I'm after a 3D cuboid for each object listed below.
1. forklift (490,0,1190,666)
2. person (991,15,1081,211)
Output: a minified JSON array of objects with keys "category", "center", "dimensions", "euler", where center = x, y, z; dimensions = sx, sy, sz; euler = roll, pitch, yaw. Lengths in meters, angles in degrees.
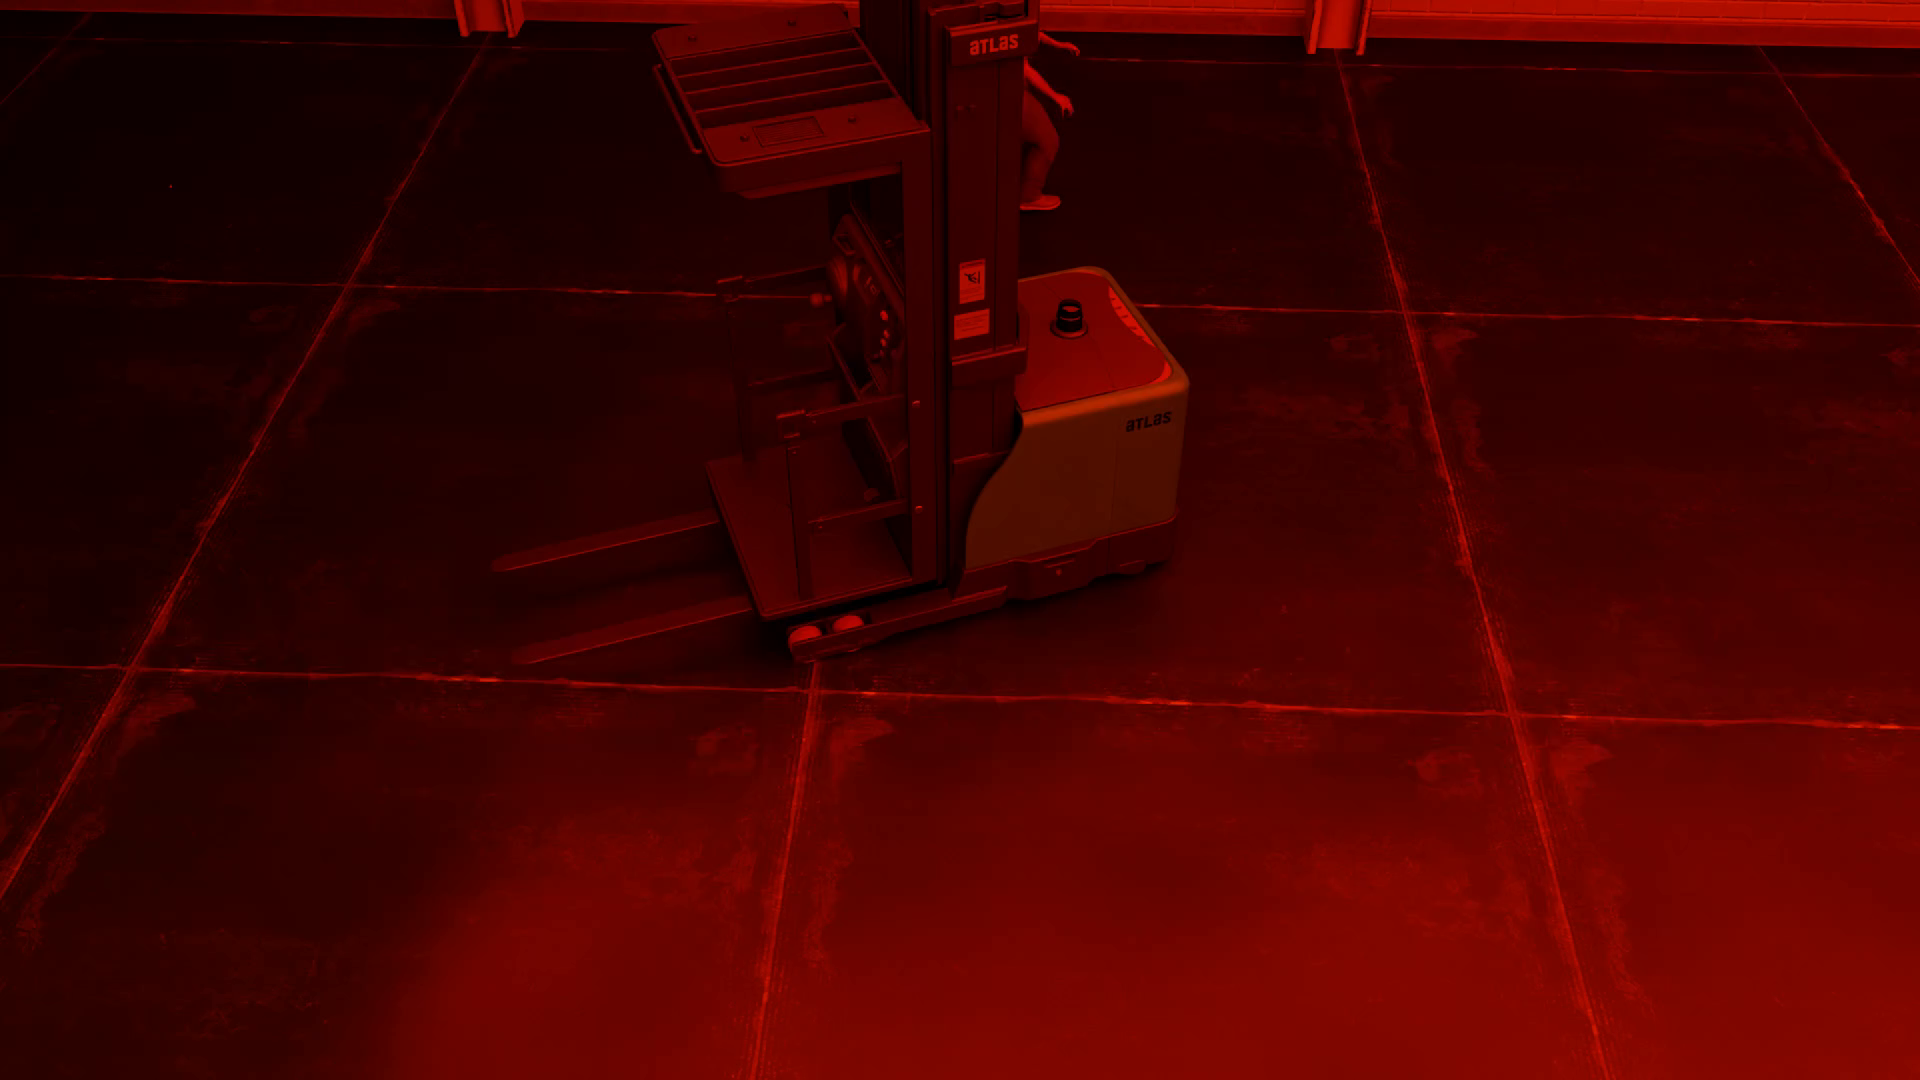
[{"category":"forklift","center":[-0.573,-0.945,6.778],"dimensions":[3.031,2.935,1.130],"euler":[-13,44,-14]},{"category":"person","center":[0.441,-2.596,9.603],"dimensions":[0.712,1.558,0.741],"euler":[-14,44,-15]}]
